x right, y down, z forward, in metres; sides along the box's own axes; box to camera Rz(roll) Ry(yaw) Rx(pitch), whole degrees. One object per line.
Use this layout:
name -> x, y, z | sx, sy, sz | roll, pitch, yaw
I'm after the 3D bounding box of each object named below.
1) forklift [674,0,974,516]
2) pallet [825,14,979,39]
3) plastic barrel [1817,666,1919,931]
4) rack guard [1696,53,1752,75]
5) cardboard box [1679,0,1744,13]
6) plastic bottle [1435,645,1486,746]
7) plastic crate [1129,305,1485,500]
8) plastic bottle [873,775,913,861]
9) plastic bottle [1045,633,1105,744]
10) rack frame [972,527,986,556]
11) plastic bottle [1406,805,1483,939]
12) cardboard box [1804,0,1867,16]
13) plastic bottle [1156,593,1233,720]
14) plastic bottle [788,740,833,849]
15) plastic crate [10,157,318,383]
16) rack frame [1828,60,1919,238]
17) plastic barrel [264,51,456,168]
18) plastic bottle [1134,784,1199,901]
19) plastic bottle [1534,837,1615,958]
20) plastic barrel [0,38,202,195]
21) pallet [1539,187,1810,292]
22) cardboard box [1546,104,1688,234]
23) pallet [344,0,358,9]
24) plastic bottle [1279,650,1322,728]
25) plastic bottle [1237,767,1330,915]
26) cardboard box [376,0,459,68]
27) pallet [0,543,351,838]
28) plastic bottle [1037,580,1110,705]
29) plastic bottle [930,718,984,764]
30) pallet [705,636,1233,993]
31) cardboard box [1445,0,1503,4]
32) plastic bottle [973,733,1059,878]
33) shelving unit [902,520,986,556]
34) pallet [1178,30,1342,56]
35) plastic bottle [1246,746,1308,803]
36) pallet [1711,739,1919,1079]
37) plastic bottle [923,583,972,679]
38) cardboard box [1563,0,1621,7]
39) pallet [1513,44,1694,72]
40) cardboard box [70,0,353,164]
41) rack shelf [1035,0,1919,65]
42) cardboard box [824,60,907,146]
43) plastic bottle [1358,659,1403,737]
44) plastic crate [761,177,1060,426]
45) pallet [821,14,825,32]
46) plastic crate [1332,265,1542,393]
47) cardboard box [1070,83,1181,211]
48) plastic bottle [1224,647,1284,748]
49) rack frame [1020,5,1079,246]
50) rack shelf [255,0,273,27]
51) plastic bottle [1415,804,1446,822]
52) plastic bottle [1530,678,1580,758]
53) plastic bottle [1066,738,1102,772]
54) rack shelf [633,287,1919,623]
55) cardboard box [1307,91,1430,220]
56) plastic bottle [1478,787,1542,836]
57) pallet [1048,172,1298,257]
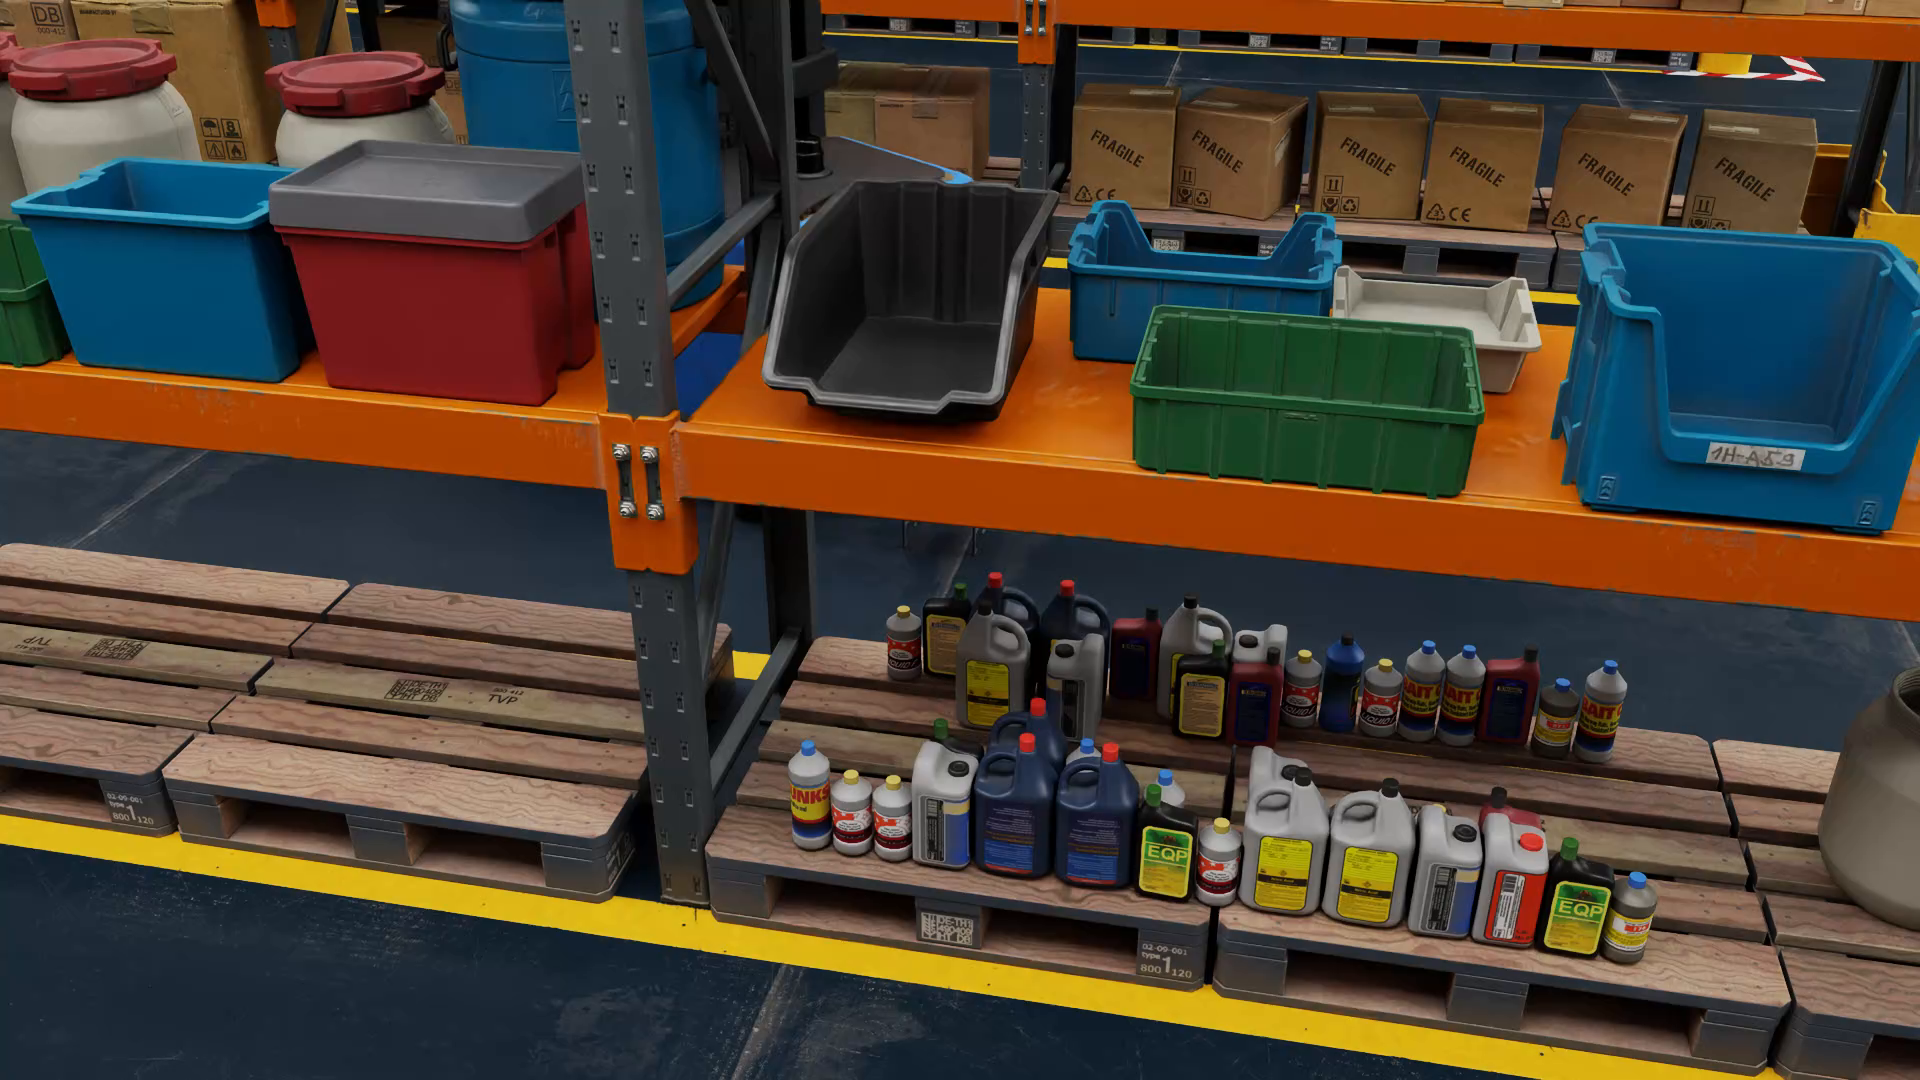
forklift -> -1.286, -1.983, 6.320 | 1.130, 2.935, 3.031 | -24, 37, -37
pallet -> -0.372, -4.234, 13.264 | 1.213, 0.211, 1.003 | 6, 29, 11
plastic barrel -> 2.189, 0.579, 3.722 | 0.421, 0.512, 0.421 | 0, 29, 0
rack guard -> 5.531, -3.794, 12.159 | 0.348, 0.500, 1.175 | 6, 29, 11
cardboard box -> 3.310, -2.454, 7.370 | 0.250, 0.149, 0.380 | 6, 29, 11
plastic bottle -> 1.295, 0.394, 4.290 | 0.097, 0.271, 0.097 | 0, 29, 0
plastic crate -> 0.695, -0.287, 3.371 | 0.662, 0.188, 0.450 | 6, 29, 11
plastic bottle -> -0.155, 0.644, 3.906 | 0.097, 0.201, 0.097 | 0, 29, 0
plastic bottle -> 0.298, 0.374, 4.322 | 0.135, 0.276, 0.152 | 6, 29, 11
rack frame -> 0.067, -0.454, 5.485 | 0.008, 1.050, 0.200 | 6, 29, 11
plastic bottle -> 1.074, 0.724, 3.682 | 0.135, 0.276, 0.152 | 5, 29, 9
cardboard box -> 3.806, -2.420, 7.309 | 0.250, 0.149, 0.380 | 6, 29, 11
plastic bottle -> 0.620, 0.301, 4.377 | 0.185, 0.351, 0.144 | 6, 29, 10
plastic bottle -> -0.353, 0.593, 3.926 | 0.097, 0.271, 0.097 | 0, 29, 0
plastic crate -> -1.717, -0.606, 3.750 | 0.575, 0.384, 0.392 | 6, 29, 11
rack frame -> 4.373, -2.574, 7.327 | 0.127, 3.000, 1.000 | 6, 29, 11
plastic barrel -> -1.463, -0.907, 4.142 | 0.433, 0.535, 0.433 | 0, 29, 0
plastic bottle -> 0.467, 0.681, 3.753 | 0.133, 0.283, 0.061 | 7, 30, 13
plastic bottle -> 1.333, 0.770, 3.591 | 0.133, 0.283, 0.061 | 7, 29, 12
plastic barrel -> -2.181, -0.981, 4.276 | 0.433, 0.535, 0.433 | 0, 29, 0
pallet -> 3.511, -1.456, 8.190 | 1.213, 0.211, 1.003 | 6, 29, 11
cardboard box -> 3.174, -1.776, 8.036 | 0.500, 0.500, 0.500 | 14, 32, 24
pallet -> -5.467, -4.796, 14.290 | 1.213, 0.211, 1.003 | 6, 29, 11
plastic bottle -> 0.899, 0.384, 4.381 | 0.097, 0.201, 0.097 | 0, 29, 0
plastic bottle -> 0.730, 0.658, 3.725 | 0.185, 0.351, 0.144 | 6, 29, 10
cardboard box -> -2.790, -2.748, 9.010 | 0.500, 0.250, 0.500 | 7, 29, 13
pallet -> -2.546, 0.393, 4.813 | 1.213, 0.211, 1.003 | 6, 29, 11
plastic bottle -> 0.304, 0.269, 4.436 | 0.185, 0.351, 0.144 | 4, 29, 8
plastic bottle -> -0.010, 0.557, 3.979 | 0.133, 0.283, 0.061 | 6, 29, 11
pallet -> 0.075, 0.661, 4.322 | 1.213, 0.211, 1.003 | 6, 29, 11
cardboard box -> 2.332, -2.554, 7.553 | 0.250, 0.149, 0.380 | 6, 29, 11
plastic bottle -> 0.129, 0.596, 3.838 | 0.185, 0.351, 0.144 | 7, 29, 12
shelving unit -> -0.052, -0.466, 5.508 | 0.252, 1.050, 0.215 | 6, 29, 11
pallet -> 2.323, -3.958, 12.759 | 1.213, 0.211, 1.003 | 6, 29, 11
plastic bottle -> 0.736, 0.618, 3.875 | 0.135, 0.276, 0.152 | 6, 29, 11
pallet -> 2.461, 0.906, 3.875 | 1.213, 0.211, 1.003 | 6, 29, 11
plastic bottle -> -0.034, 0.243, 4.553 | 0.133, 0.283, 0.061 | 7, 30, 13
cardboard box -> 2.825, -2.513, 7.478 | 0.250, 0.149, 0.380 | 6, 29, 11
pallet -> 4.709, -3.713, 12.312 | 1.213, 0.211, 1.003 | 6, 29, 11
cardboard box -> -4.122, -2.707, 9.346 | 0.875, 0.875, 1.225 | 5, 29, 8
rack shelf -> 2.417, -2.459, 7.866 | 4.000, 0.370, 1.077 | 6, 29, 11
cardboard box -> -0.598, -2.200, 8.789 | 0.500, 0.500, 0.700 | 6, 29, 10
plastic bottle -> 1.100, 0.404, 4.344 | 0.097, 0.201, 0.097 | 0, 29, 0
plastic crate -> -0.088, -0.509, 3.621 | 0.504, 0.338, 0.767 | 6, 29, 11
pallet -> -1.561, -4.357, 13.489 | 1.213, 0.211, 1.003 | 6, 29, 11
plastic crate -> 1.067, -0.489, 3.794 | 0.437, 0.136, 0.530 | 6, 29, 11
cardboard box -> 0.844, -2.004, 8.452 | 0.500, 0.500, 0.500 | 5, 29, 9
plastic bottle -> 0.756, 0.399, 4.268 | 0.133, 0.283, 0.061 | 6, 29, 11
rack frame -> 0.461, -2.975, 8.060 | 0.127, 3.000, 1.000 | 6, 29, 11
rack shelf -> -5.407, -3.261, 9.332 | 4.000, 0.370, 1.077 | 6, 29, 11
plastic bottle -> 1.082, 0.696, 3.811 | 0.097, 0.201, 0.097 | 0, 29, 0
plastic bottle -> 1.529, 0.448, 4.263 | 0.097, 0.201, 0.097 | 0, 29, 0
plastic bottle -> 0.296, 0.589, 3.934 | 0.097, 0.271, 0.097 | 0, 29, 0
rack shelf -> 1.382, -0.133, 3.618 | 4.000, 0.370, 1.077 | 6, 29, 11
cardboard box -> 2.029, -1.924, 8.307 | 0.500, 0.500, 0.500 | 3, 29, 6
plastic bottle -> 1.232, 0.684, 3.747 | 0.133, 0.283, 0.061 | 6, 29, 11
pallet -> 1.125, -1.701, 8.637 | 1.213, 0.211, 1.003 | 6, 29, 11
